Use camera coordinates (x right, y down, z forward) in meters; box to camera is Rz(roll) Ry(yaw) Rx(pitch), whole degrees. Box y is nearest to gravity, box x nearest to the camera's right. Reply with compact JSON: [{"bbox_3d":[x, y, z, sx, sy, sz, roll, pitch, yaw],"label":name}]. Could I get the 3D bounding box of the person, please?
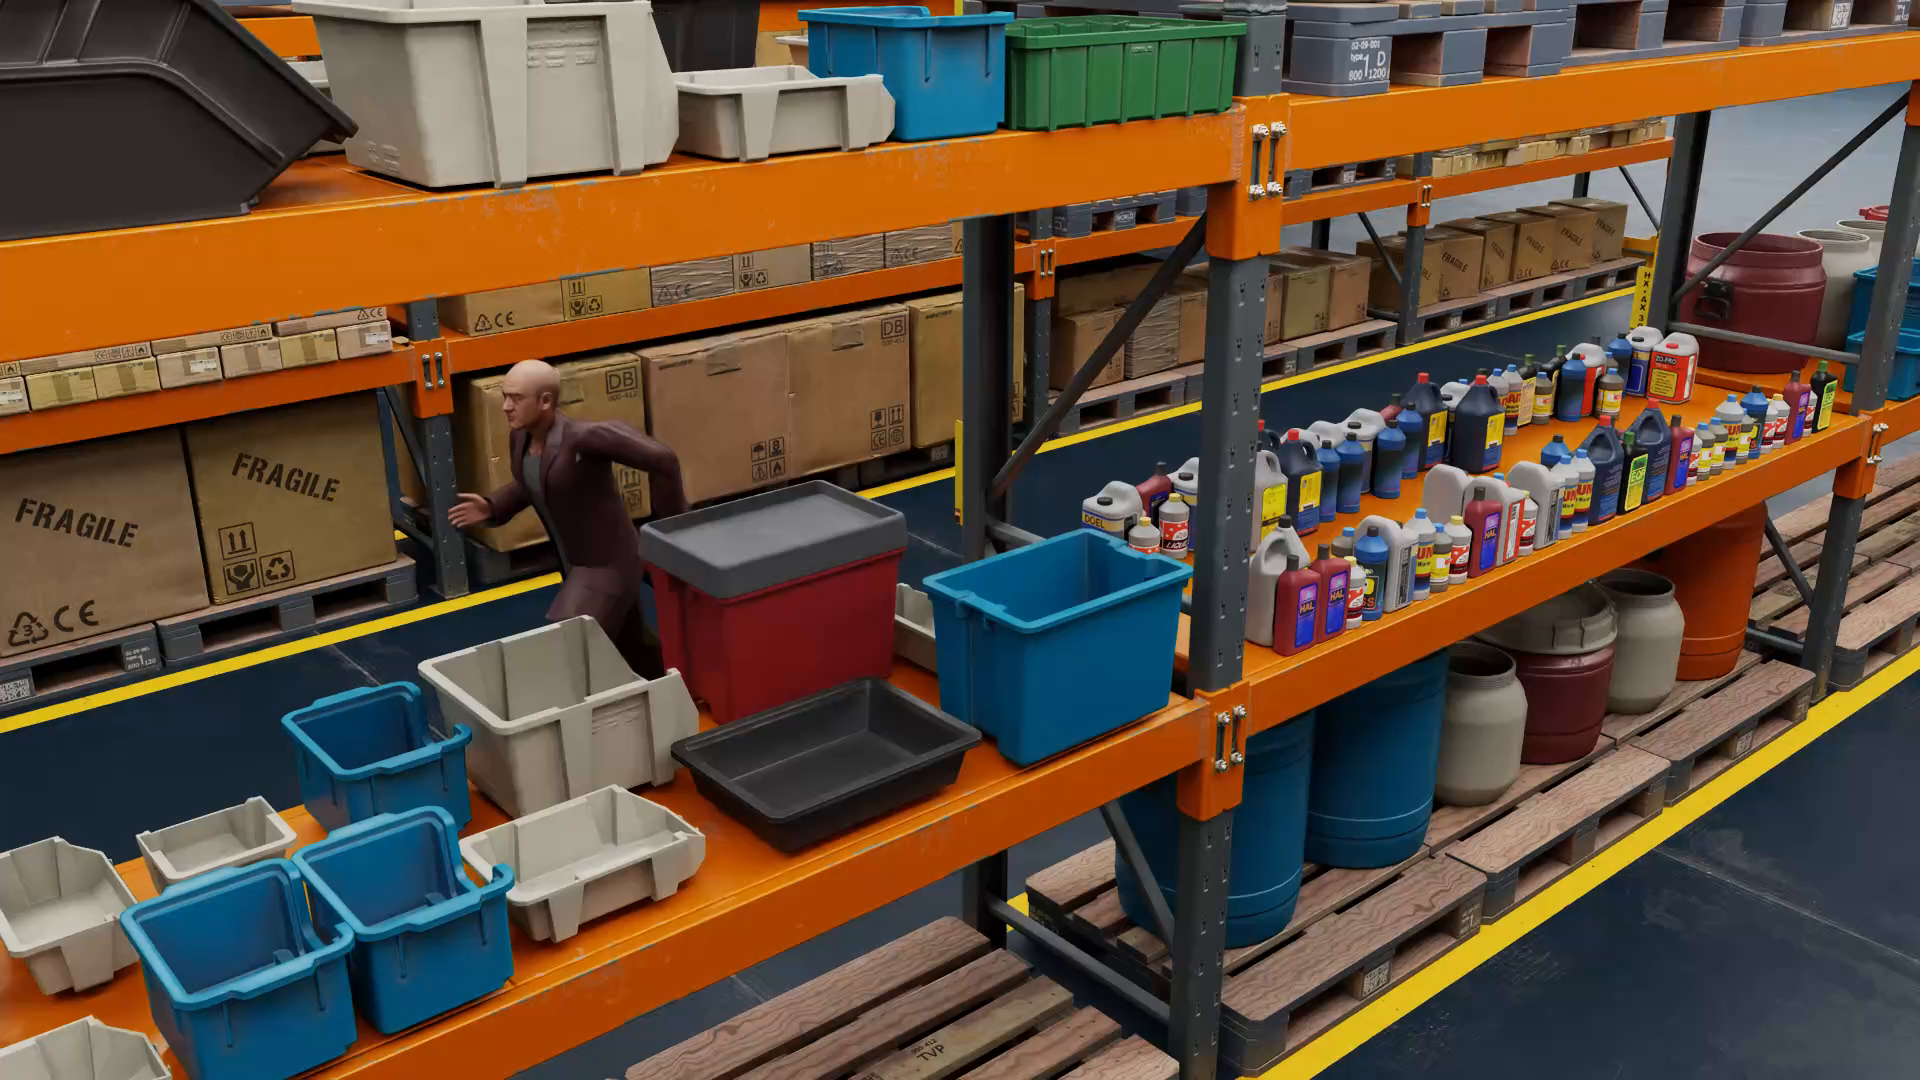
[{"bbox_3d":[-1.439,-0.062,6.287,0.650,0.938,0.700,-15,25,-34],"label":"person"}]
